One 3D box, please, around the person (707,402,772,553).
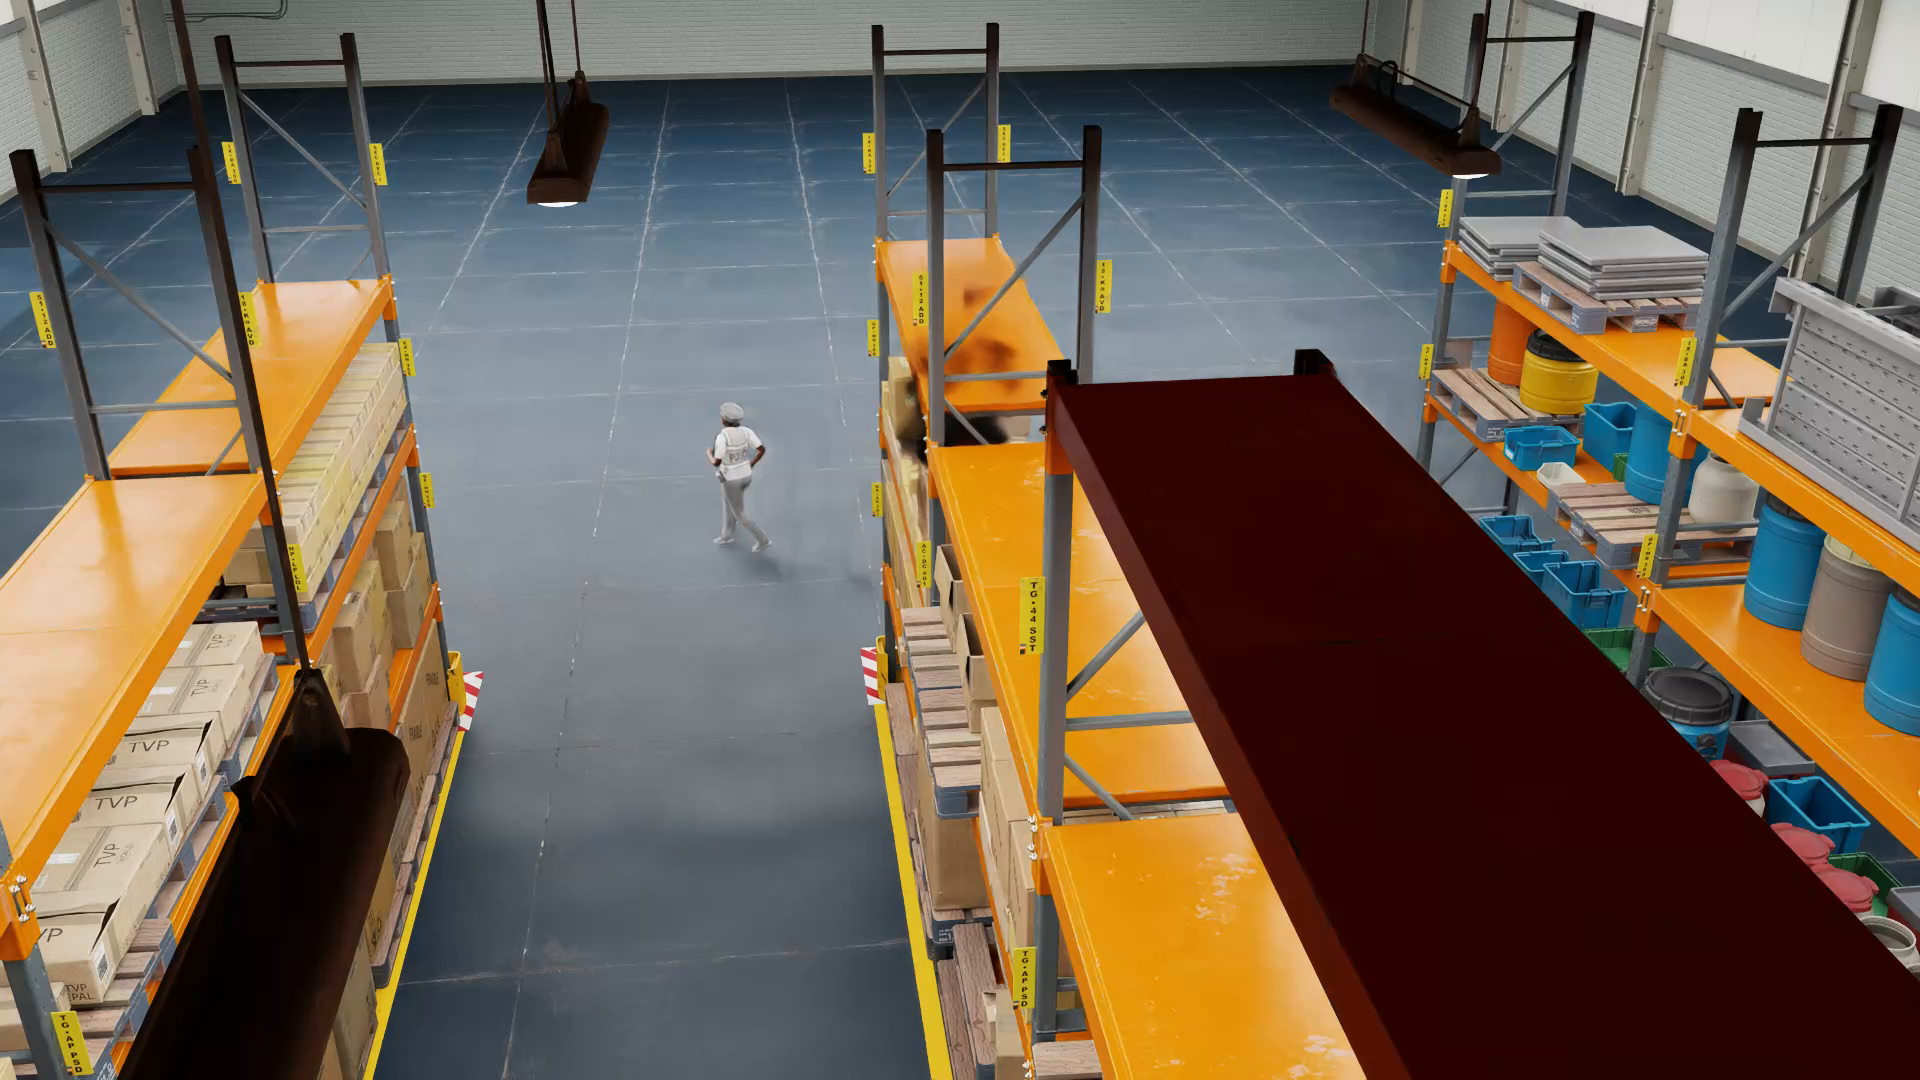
[{"bbox_3d":[-2.419,-0.632,17.870,0.829,1.730,0.561,16,30,31],"label":"person"}]
